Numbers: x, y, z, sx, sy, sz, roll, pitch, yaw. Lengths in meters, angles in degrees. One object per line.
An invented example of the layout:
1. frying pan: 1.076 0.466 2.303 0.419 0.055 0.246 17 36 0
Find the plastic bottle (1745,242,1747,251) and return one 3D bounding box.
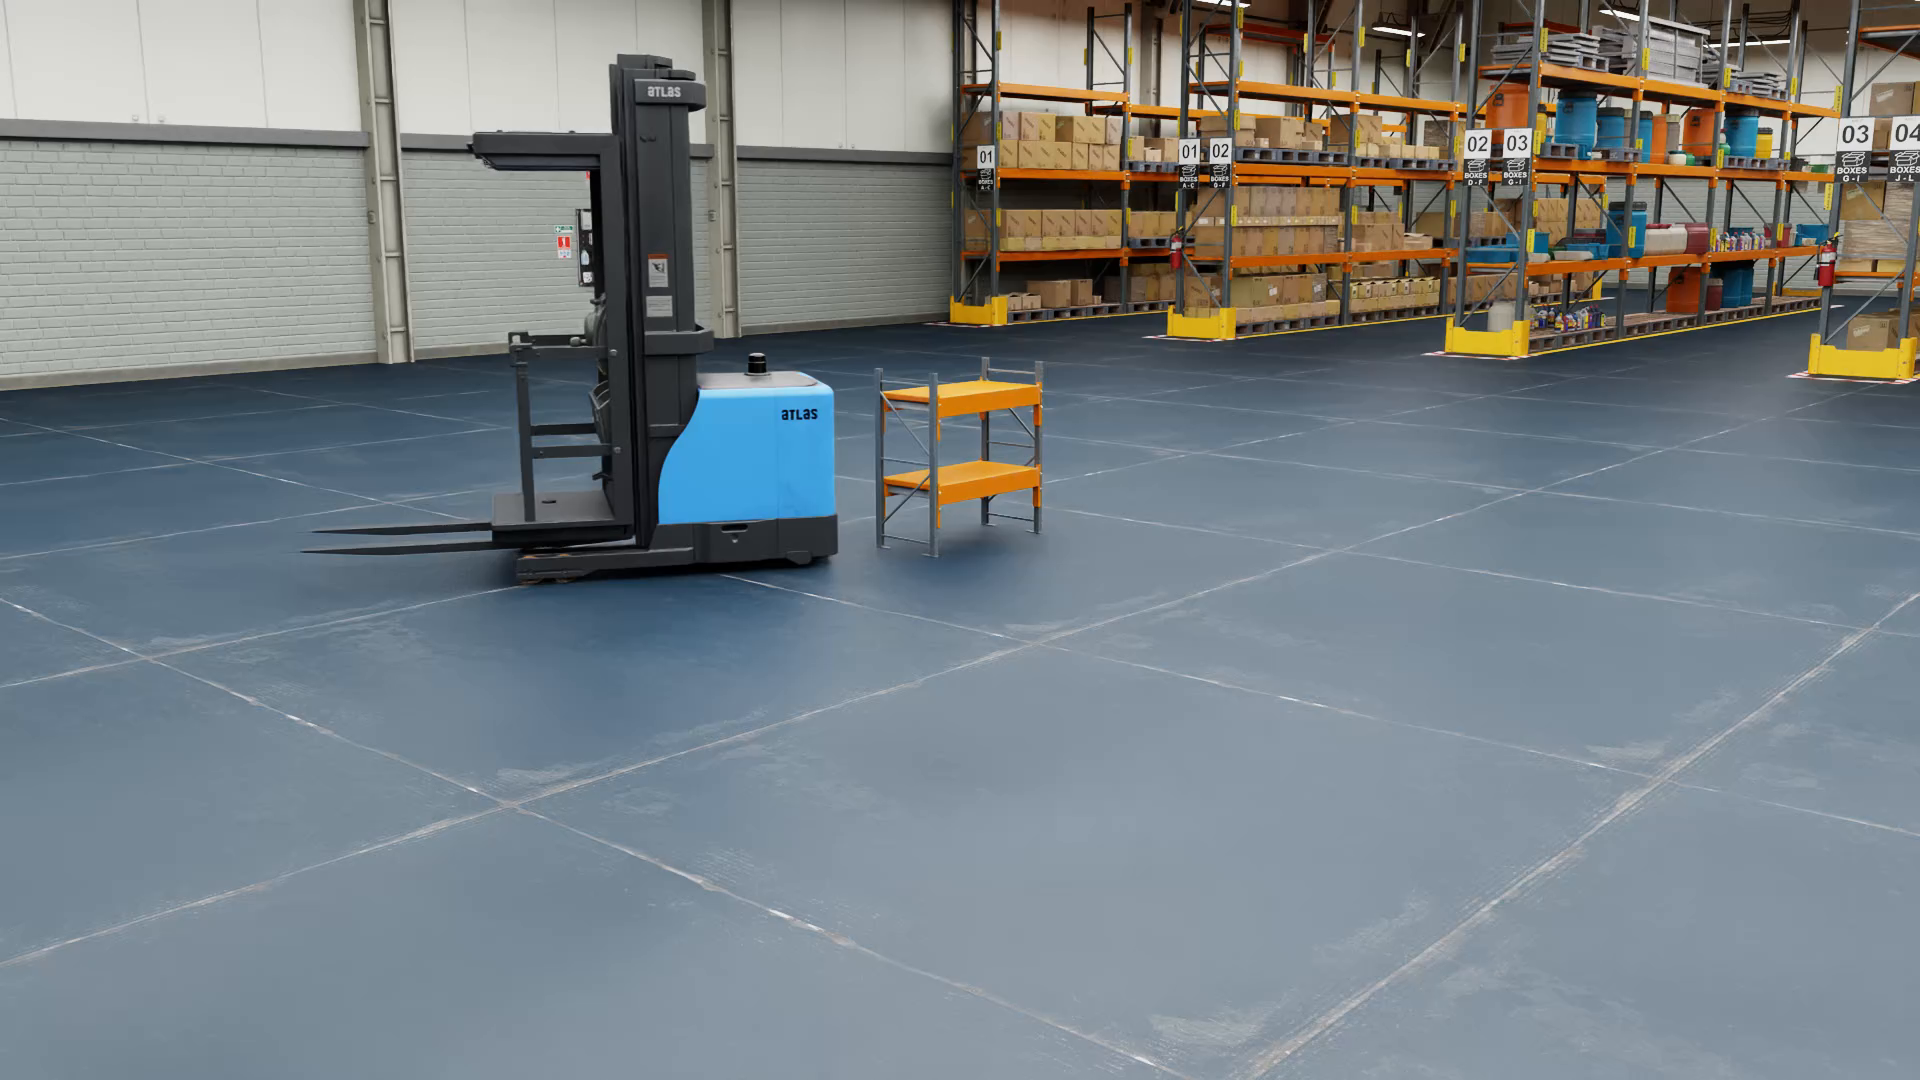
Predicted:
1. plastic bottle: 14.916 -5.607 31.633 0.097 0.201 0.097 0 11 0

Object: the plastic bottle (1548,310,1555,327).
1. plastic bottle: 9.522 -3.571 26.776 0.097 0.271 0.097 0 11 0

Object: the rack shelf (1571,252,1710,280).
1. rack shelf: 11.692 -4.737 28.607 1.077 0.370 4.000 10 15 40

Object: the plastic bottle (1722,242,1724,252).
1. plastic bottle: 14.031 -5.410 30.645 0.097 0.201 0.097 0 11 0

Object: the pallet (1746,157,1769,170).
1. pallet: 14.462 -7.056 31.202 1.003 0.211 1.213 10 15 40

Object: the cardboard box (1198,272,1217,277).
1. cardboard box: 5.134 -5.542 36.060 0.700 0.500 0.500 10 15 41

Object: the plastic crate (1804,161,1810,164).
1. plastic crate: 17.829 -7.947 35.518 0.497 0.269 0.590 10 15 40

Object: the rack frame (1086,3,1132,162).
1. rack frame: 2.930 -9.018 32.888 1.000 3.000 0.127 10 15 40

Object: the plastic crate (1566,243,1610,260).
1. plastic crate: 9.845 -4.525 26.086 0.499 0.251 0.616 10 15 40

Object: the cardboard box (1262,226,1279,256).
1. cardboard box: 5.006 -5.114 28.403 0.700 0.500 0.500 10 15 41

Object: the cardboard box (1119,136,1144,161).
1. cardboard box: 3.351 -7.872 33.482 0.500 0.500 0.500 -9 15 -39

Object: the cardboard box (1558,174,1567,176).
1. cardboard box: 13.105 -8.197 36.817 0.500 0.250 0.500 10 15 40

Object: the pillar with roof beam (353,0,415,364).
1. pillar with roof beam: -4.586 -6.323 19.391 9.100 9.000 0.400 10 15 40

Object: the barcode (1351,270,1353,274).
1. barcode: 7.134 -4.881 30.298 0.001 0.075 0.075 10 15 40

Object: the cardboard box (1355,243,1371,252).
1. cardboard box: 7.392 -5.417 30.817 0.380 0.149 0.250 10 15 40

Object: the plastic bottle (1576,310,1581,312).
1. plastic bottle: 9.908 -3.531 26.562 0.152 0.276 0.135 10 15 40

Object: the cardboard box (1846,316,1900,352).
1. cardboard box: 11.876 -2.637 21.563 0.500 0.500 0.500 -9 14 -37

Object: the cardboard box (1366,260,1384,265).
1. cardboard box: 10.348 -6.944 41.474 0.380 0.149 0.250 10 15 42

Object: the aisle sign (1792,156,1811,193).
1. aisle sign: 18.117 -7.885 35.893 0.394 0.787 0.004 10 15 40

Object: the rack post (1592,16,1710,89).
1. rack post: 11.607 -8.136 27.962 1.013 1.000 3.121 10 15 40

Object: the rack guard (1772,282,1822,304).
1. rack guard: 18.299 -5.340 36.173 1.175 0.500 0.348 10 15 40

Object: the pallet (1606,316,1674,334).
1. pallet: 11.666 -3.729 28.842 1.003 0.211 1.213 10 15 40

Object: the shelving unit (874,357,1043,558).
1. shelving unit: 0.004 -0.553 10.606 0.538 1.125 1.048 10 15 40

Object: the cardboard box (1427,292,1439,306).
1. cardboard box: 9.130 -4.774 32.901 0.500 0.250 0.500 10 15 42

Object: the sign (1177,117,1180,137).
1. sign: 3.614 -6.787 27.314 0.100 0.325 0.005 10 15 40

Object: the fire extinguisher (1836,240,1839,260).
1. fire extinguisher: 18.734 -6.304 35.763 0.296 0.674 0.183 10 15 40

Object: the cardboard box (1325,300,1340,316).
1. cardboard box: 6.511 -4.198 30.017 0.500 0.250 0.500 10 15 40

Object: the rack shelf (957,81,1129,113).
1. rack shelf: 1.610 -8.370 31.486 1.077 0.370 4.000 10 15 40

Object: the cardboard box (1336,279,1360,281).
1. cardboard box: 7.375 -4.816 31.683 0.500 0.311 0.500 10 15 40

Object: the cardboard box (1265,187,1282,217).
1. cardboard box: 5.041 -5.760 28.326 0.700 0.500 0.500 10 15 41

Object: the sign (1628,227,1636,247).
1. sign: 10.778 -4.859 26.671 0.100 0.325 0.005 10 15 40

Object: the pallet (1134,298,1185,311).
1. pallet: 4.248 -5.004 35.226 1.003 0.211 1.213 10 15 40

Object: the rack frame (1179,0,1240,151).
1. rack frame: 4.013 -7.790 26.738 1.000 3.000 0.127 10 15 40

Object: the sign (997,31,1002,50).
1. sign: 0.697 -8.857 29.491 0.100 0.325 0.005 10 15 40

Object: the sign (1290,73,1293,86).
1. sign: 7.810 -10.806 39.052 0.100 0.325 0.005 10 15 40

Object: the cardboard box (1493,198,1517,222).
1. cardboard box: 12.073 -7.261 36.597 0.500 0.500 0.500 10 15 41

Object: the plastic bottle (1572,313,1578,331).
1. plastic bottle: 9.588 -3.406 25.950 0.097 0.271 0.097 0 11 0

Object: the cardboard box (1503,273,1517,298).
1. cardboard box: 11.824 -5.494 35.818 0.500 0.500 0.500 10 15 40

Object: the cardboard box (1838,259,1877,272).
1. cardboard box: 11.485 -3.512 21.278 0.380 0.149 0.250 10 15 40

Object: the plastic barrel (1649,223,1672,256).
1. plastic barrel: 11.938 -5.146 28.471 0.433 0.535 0.433 0 11 0

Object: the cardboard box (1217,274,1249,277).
1. cardboard box: 4.792 -4.340 28.814 0.500 0.500 0.500 10 15 40

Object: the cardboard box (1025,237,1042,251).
1. cardboard box: 1.182 -5.533 31.088 0.500 0.250 0.500 9 15 39

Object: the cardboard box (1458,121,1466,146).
1. cardboard box: 9.923 -8.174 33.510 0.500 0.500 0.500 10 15 40

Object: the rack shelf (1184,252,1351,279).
1. rack shelf: 5.333 -4.790 28.869 1.077 0.370 4.000 10 15 40

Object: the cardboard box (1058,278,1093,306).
1. cardboard box: 2.275 -4.909 32.887 0.500 0.500 0.500 8 14 36

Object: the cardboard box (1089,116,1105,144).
1. cardboard box: 2.447 -7.905 32.115 0.500 0.500 0.500 11 16 43

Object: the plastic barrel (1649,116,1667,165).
1. plastic barrel: 11.875 -6.877 28.727 0.600 0.830 0.708 10 15 40

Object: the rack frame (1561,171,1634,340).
1. rack frame: 10.372 -4.796 27.063 1.000 3.000 0.127 10 15 40

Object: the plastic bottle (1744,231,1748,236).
1. plastic bottle: 15.183 -5.789 32.165 0.144 0.351 0.185 10 15 40

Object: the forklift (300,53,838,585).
1. forklift: -2.306 -1.297 9.723 3.031 2.935 1.130 -3 12 -15

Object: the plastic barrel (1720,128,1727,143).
1. plastic barrel: 14.069 -7.408 31.065 0.433 0.535 0.433 0 11 0

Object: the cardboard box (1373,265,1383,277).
1. cardboard box: 10.134 -6.633 41.570 0.700 0.500 0.500 10 15 40

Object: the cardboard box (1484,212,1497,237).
1. cardboard box: 10.814 -6.601 34.773 0.700 0.500 0.500 6 13 26

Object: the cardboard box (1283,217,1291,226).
1. cardboard box: 5.449 -5.471 28.534 0.380 0.149 0.250 10 15 41

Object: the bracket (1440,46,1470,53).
1. bracket: 13.699 -13.335 45.311 0.076 0.066 3.189 10 15 40

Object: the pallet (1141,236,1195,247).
1. pallet: 4.294 -6.274 34.956 1.003 0.211 1.213 10 15 40

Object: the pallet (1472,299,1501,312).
1. pallet: 10.620 -4.941 34.912 1.003 0.211 1.213 10 15 40

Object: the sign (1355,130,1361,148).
1. sign: 7.071 -7.128 29.562 0.100 0.325 0.005 10 15 40
